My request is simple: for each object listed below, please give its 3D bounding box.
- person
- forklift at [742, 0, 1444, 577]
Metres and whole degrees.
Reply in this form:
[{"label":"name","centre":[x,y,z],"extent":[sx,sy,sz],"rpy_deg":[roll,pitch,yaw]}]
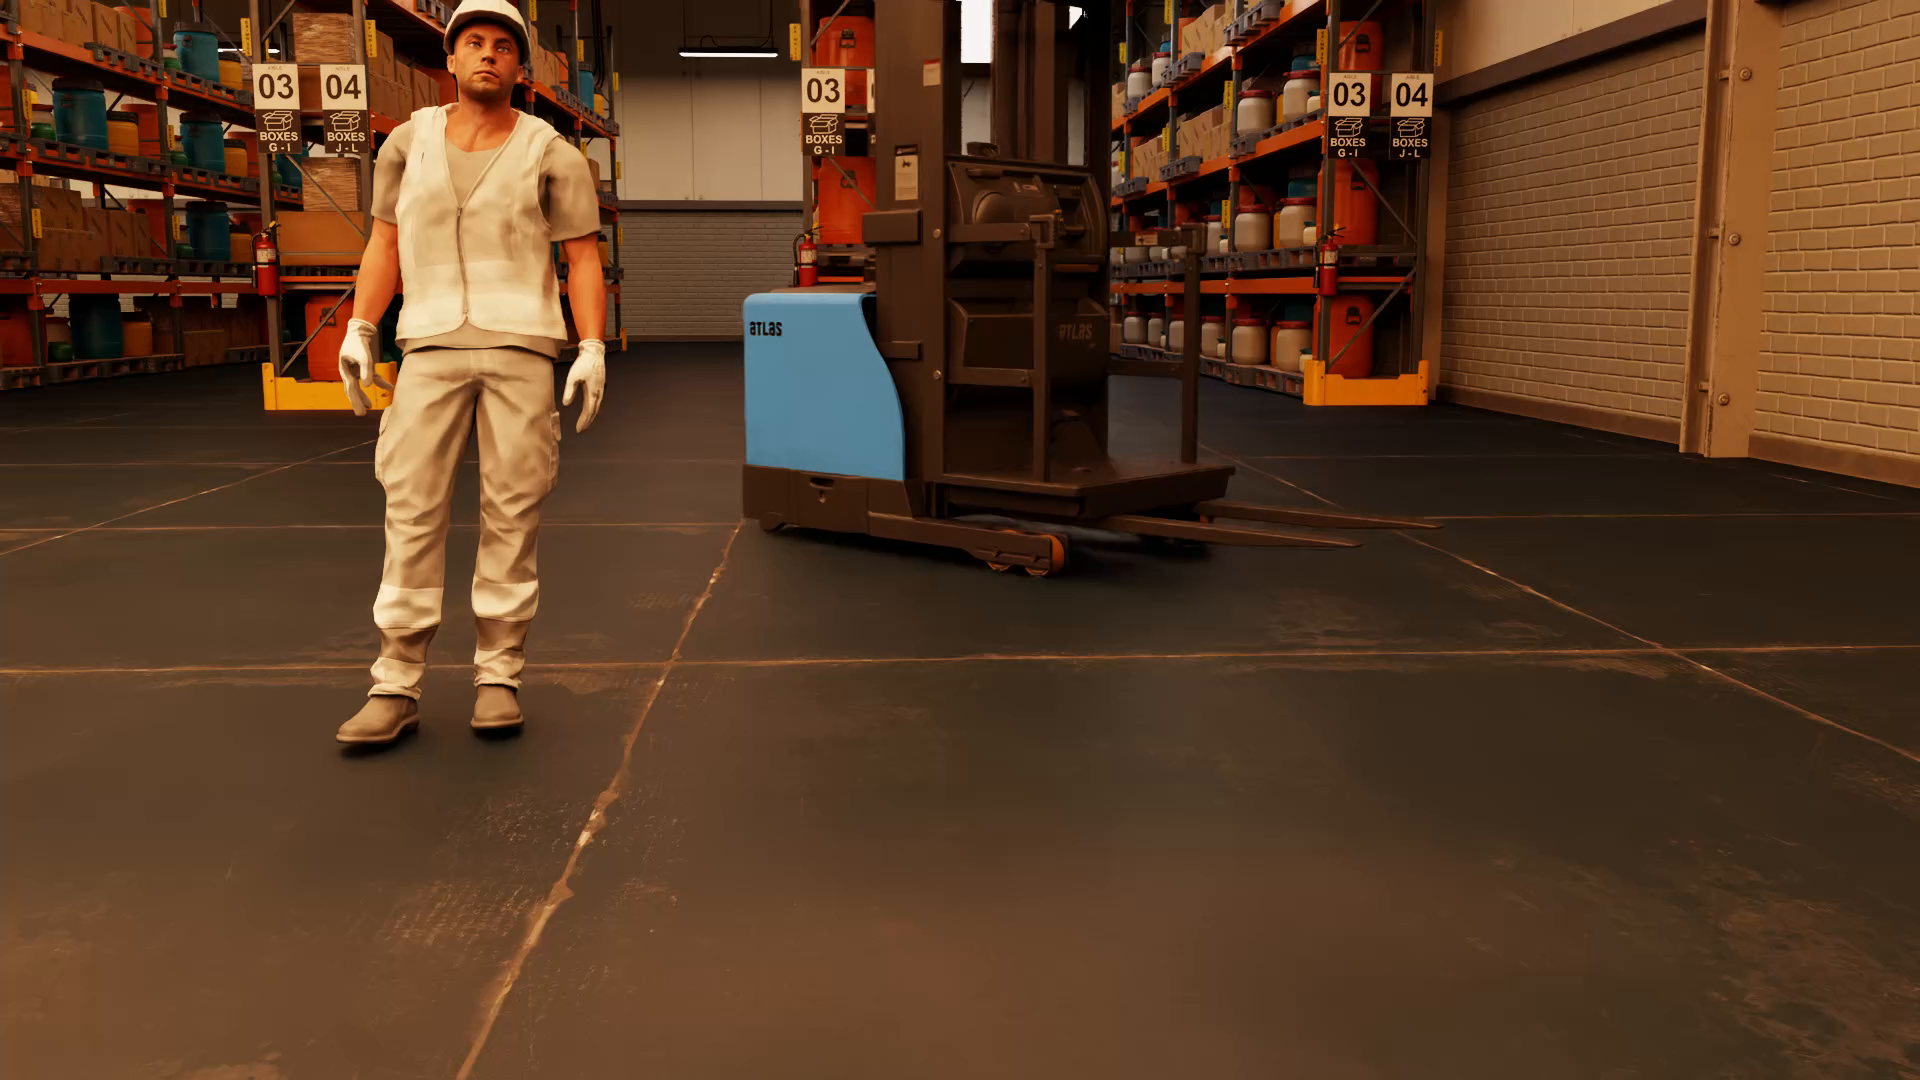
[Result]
[{"label":"person","centre":[-1.190,-0.426,4.038],"extent":[0.638,1.788,0.564],"rpy_deg":[-1,8,-5]},{"label":"forklift","centre":[0.444,-1.395,6.723],"extent":[3.031,2.935,1.130],"rpy_deg":[8,11,42]}]
